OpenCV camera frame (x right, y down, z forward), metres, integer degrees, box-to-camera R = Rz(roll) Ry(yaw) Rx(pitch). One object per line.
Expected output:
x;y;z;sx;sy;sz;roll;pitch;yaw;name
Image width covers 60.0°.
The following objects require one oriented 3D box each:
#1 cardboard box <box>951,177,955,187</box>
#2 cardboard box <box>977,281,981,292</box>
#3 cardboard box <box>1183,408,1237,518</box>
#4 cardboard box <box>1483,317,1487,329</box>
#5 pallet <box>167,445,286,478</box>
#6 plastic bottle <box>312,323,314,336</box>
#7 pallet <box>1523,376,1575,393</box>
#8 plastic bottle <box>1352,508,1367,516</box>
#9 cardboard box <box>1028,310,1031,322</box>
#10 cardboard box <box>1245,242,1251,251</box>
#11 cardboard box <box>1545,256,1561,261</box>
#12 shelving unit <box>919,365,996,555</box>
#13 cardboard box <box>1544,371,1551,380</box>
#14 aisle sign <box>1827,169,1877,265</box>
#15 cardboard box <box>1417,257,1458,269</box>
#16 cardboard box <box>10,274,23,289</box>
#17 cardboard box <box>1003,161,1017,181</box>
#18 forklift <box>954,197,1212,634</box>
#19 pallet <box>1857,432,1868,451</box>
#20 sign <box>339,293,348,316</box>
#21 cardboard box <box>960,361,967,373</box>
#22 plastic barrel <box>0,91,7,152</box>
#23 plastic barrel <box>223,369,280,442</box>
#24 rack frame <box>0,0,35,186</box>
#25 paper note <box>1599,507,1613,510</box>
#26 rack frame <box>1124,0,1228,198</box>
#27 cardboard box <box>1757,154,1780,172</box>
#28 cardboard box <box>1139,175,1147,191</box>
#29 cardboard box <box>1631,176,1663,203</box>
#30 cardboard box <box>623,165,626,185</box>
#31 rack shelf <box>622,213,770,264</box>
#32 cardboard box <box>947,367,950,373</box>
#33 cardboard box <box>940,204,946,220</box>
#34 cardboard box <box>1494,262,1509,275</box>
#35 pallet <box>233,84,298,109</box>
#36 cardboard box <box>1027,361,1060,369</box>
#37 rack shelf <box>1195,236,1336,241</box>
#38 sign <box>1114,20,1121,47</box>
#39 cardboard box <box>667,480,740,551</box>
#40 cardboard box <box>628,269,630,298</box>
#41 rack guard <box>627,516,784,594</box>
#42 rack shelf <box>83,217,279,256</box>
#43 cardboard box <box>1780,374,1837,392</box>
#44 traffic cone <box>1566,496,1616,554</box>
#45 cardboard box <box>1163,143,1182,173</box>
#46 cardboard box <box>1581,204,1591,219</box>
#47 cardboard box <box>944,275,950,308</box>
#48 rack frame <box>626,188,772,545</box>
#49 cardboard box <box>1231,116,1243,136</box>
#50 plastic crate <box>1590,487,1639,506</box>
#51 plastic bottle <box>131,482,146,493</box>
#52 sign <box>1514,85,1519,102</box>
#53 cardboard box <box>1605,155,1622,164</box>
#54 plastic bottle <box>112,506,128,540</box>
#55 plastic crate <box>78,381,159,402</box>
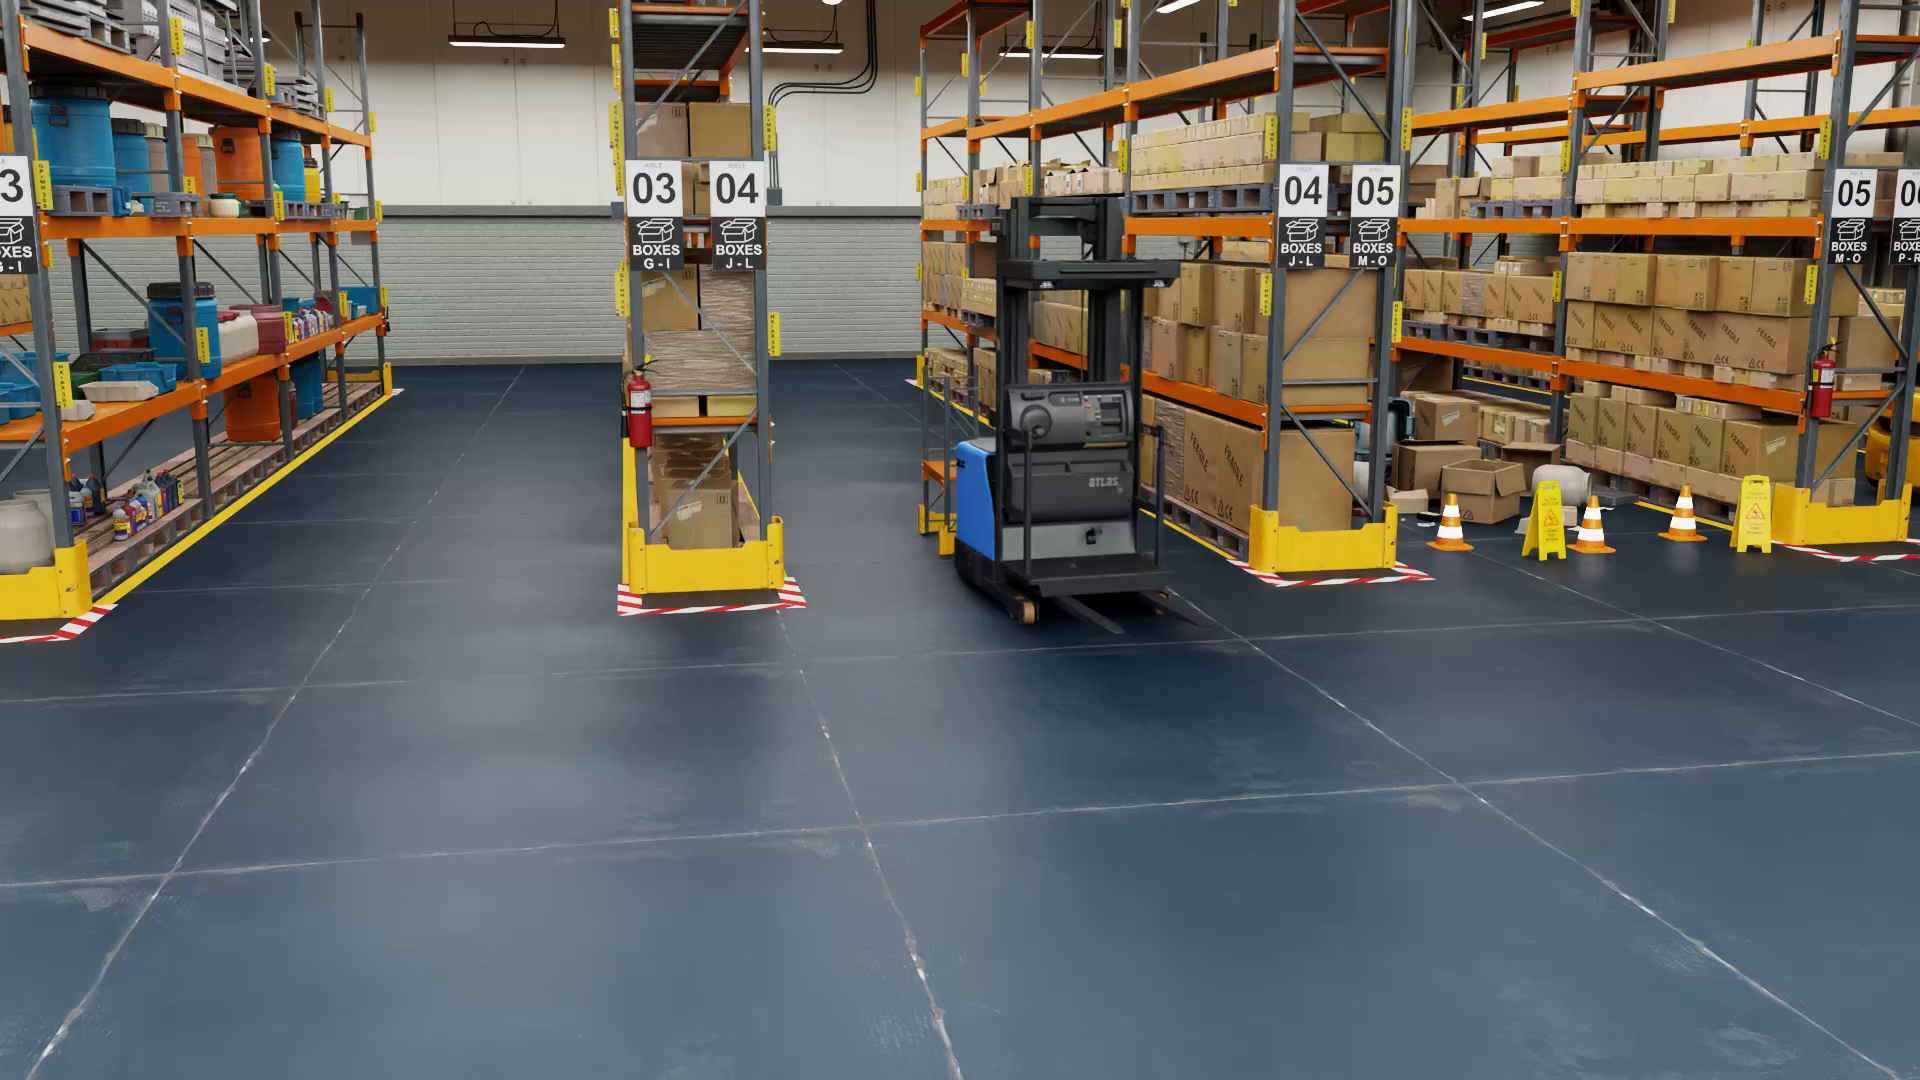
0.074;-5.545;25.783;0.380;0.149;0.250;-3;11;-13;cardboard box
0.443;-3.561;23.340;0.380;0.149;0.250;-2;11;-11;cardboard box
2.578;-0.710;14.966;0.875;0.875;0.875;-2;11;-12;cardboard box
6.500;-2.604;19.902;0.380;0.149;0.250;-3;11;-13;cardboard box
-8.239;-0.876;18.737;1.003;0.211;1.213;-2;11;-11;pallet
-8.491;-2.761;21.711;0.097;0.201;0.097;0;11;0;plastic bottle
10.185;-2.601;27.799;1.003;0.211;1.213;-2;11;-11;pallet
3.916;-0.276;15.984;0.283;0.061;0.133;-6;13;-31;plastic bottle
0.845;-2.888;21.399;0.380;0.149;0.250;-2;11;-10;cardboard box
4.891;-4.805;27.241;0.380;0.149;0.250;-2;11;-12;cardboard box
10.289;-4.569;28.278;0.500;0.500;0.500;-2;11;-13;cardboard box
0.015;-0.723;14.483;0.587;1.500;1.083;-2;11;-11;shelving unit
9.921;-2.742;27.584;0.380;0.149;0.250;-2;11;-13;cardboard box
7.511;-2.718;14.003;0.394;0.787;0.004;-2;11;-11;aisle sign
6.372;-3.570;22.489;0.500;0.500;0.500;-2;11;-13;cardboard box
-14.206;-3.959;24.532;0.500;0.500;0.500;-2;11;-9;cardboard box
0.788;-4.930;22.241;0.396;0.266;0.258;-2;11;-11;cardboard box
0.862;-0.928;11.731;1.130;2.935;3.031;-3;11;-16;forklift
11.692;-1.142;20.131;1.003;0.211;1.213;-2;11;-11;pallet
-8.590;-3.279;23.162;0.100;0.325;0.005;-2;11;-11;sign
0.201;-2.665;25.585;0.380;0.149;0.250;-2;11;-10;cardboard box
-7.015;-2.898;11.605;0.600;0.830;0.708;-2;11;-11;plastic barrel
-8.463;-1.619;19.862;0.600;0.830;0.708;-2;11;-11;plastic barrel
-6.796;-3.870;10.960;1.000;3.000;0.127;-2;11;-11;rack frame
6.299;-0.314;16.263;0.142;0.019;0.148;-6;13;-31;paper note
2.170;-4.945;16.611;1.000;3.000;0.127;-2;11;-11;rack frame
7.348;-3.351;14.797;0.380;0.149;0.250;-2;11;-12;cardboard box
1.959;-3.477;16.202;0.380;0.149;0.250;-2;11;-11;cardboard box
7.017;-3.465;16.465;0.500;0.250;0.500;-2;11;-10;cardboard box
-2.466;-2.881;13.125;0.380;0.149;0.250;-2;11;-11;cardboard box
-2.326;-2.590;14.182;1.077;0.370;4.000;-2;11;-11;rack shelf
0.000;-2.807;27.129;0.380;0.149;0.250;-2;11;-8;cardboard box
-0.027;-5.221;26.486;0.500;0.250;0.500;-2;11;-11;cardboard box
6.471;-3.169;19.401;0.380;0.149;0.250;-3;11;-13;cardboard box
-8.462;-5.181;19.425;1.213;0.211;1.003;-2;11;-11;pallet
1.002;-2.194;21.760;0.500;0.250;0.500;-2;11;-12;cardboard box
5.061;-5.151;27.638;1.077;0.370;4.000;-2;11;-11;rack shelf
1.935;-6.236;20.473;0.100;0.325;0.005;-2;11;-11;sign
-2.042;-0.196;13.267;0.500;0.500;0.500;0;11;0;cardboard box
-2.682;-2.248;14.746;0.500;0.500;0.500;-2;11;-11;cardboard box
-1.952;0.111;12.775;1.175;0.500;0.348;-2;11;-11;rack guard
-7.963;-3.143;17.090;1.077;0.370;4.000;-2;11;-11;rack shelf
7.501;-1.400;14.704;0.380;0.149;0.250;-2;11;-9;cardboard box
5.412;-0.146;14.226;0.336;0.463;0.334;-2;11;-11;traffic cone
2.188;-3.515;15.333;0.500;0.250;0.500;-2;11;-12;cardboard box
6.824;-3.480;17.608;0.380;0.149;0.250;-2;11;-12;cardboard box
0.047;-3.926;26.236;0.500;0.500;0.500;-2;11;-11;cardboard box
-1.937;-1.103;12.468;1.000;3.000;0.127;-2;11;-11;rack frame
2.452;-3.404;13.685;0.380;0.149;0.250;-2;11;-10;cardboard box
6.507;-0.445;16.819;0.402;0.080;0.583;-6;13;-31;plastic crate
-7.269;-0.381;14.786;0.152;0.276;0.135;-2;11;-11;plastic bottle
10.088;-8.079;30.154;0.100;0.325;0.005;-2;11;-11;sign
7.178;-4.261;18.981;0.500;0.250;0.500;-2;11;-12;cardboard box
-6.843;-0.142;13.542;0.097;0.271;0.097;0;11;0;plastic bottle
-7.009;-1.238;13.884;0.530;0.136;0.437;-2;11;-11;plastic crate
